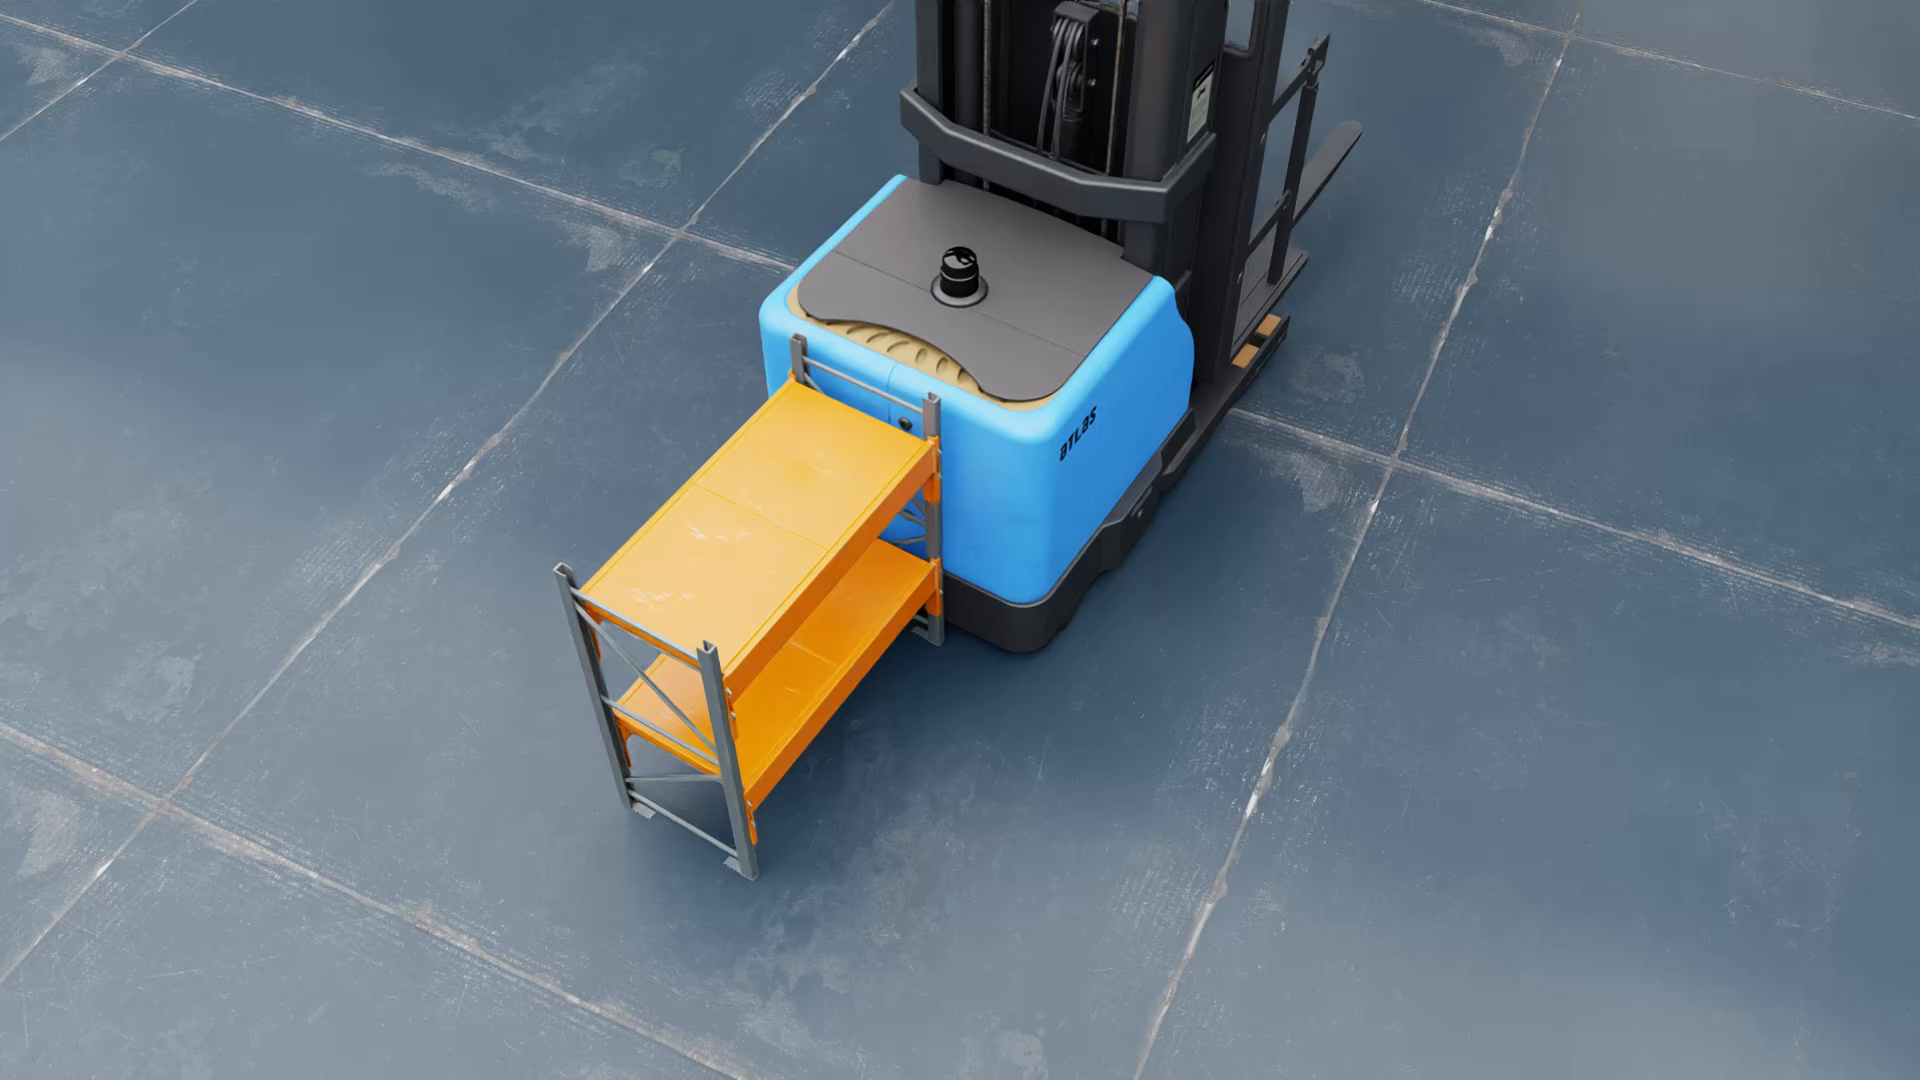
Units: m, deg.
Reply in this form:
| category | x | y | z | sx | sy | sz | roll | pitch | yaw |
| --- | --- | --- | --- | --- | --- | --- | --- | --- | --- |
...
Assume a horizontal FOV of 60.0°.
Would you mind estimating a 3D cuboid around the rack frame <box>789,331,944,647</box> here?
| category | x | y | z | sx | sy | sz | roll | pitch | yaw |
| --- | --- | --- | --- | --- | --- | --- | --- | --- | --- |
| rack frame | -0.272 | -0.125 | 5.118 | 0.500 | 1.125 | 0.032 | 26 | 54 | 20 |

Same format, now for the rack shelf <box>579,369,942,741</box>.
| category | x | y | z | sx | sy | sz | roll | pitch | yaw |
| --- | --- | --- | --- | --- | --- | --- | --- | --- | --- |
| rack shelf | -0.542 | 0.013 | 4.616 | 0.538 | 0.278 | 1.000 | 26 | 54 | 20 |

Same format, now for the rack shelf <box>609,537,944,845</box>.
| category | x | y | z | sx | sy | sz | roll | pitch | yaw |
| --- | --- | --- | --- | --- | --- | --- | --- | --- | --- |
| rack shelf | -0.542 | 0.361 | 5.025 | 0.538 | 0.278 | 1.000 | 26 | 54 | 20 |

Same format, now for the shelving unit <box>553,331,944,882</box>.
| category | x | y | z | sx | sy | sz | roll | pitch | yaw |
| --- | --- | --- | --- | --- | --- | --- | --- | --- | --- |
| shelving unit | -0.542 | 0.203 | 4.839 | 0.538 | 1.125 | 1.048 | 26 | 54 | 20 |

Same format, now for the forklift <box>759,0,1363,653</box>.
| category | x | y | z | sx | sy | sz | roll | pitch | yaw |
| --- | --- | --- | --- | --- | --- | --- | --- | --- | --- |
| forklift | 0.592 | -1.698 | 5.271 | 1.130 | 2.935 | 3.031 | 26 | 54 | 20 |

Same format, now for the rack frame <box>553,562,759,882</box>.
| category | x | y | z | sx | sy | sz | roll | pitch | yaw |
| --- | --- | --- | --- | --- | --- | --- | --- | --- | --- |
| rack frame | -0.812 | 0.531 | 4.560 | 0.500 | 1.125 | 0.032 | 26 | 54 | 20 |
